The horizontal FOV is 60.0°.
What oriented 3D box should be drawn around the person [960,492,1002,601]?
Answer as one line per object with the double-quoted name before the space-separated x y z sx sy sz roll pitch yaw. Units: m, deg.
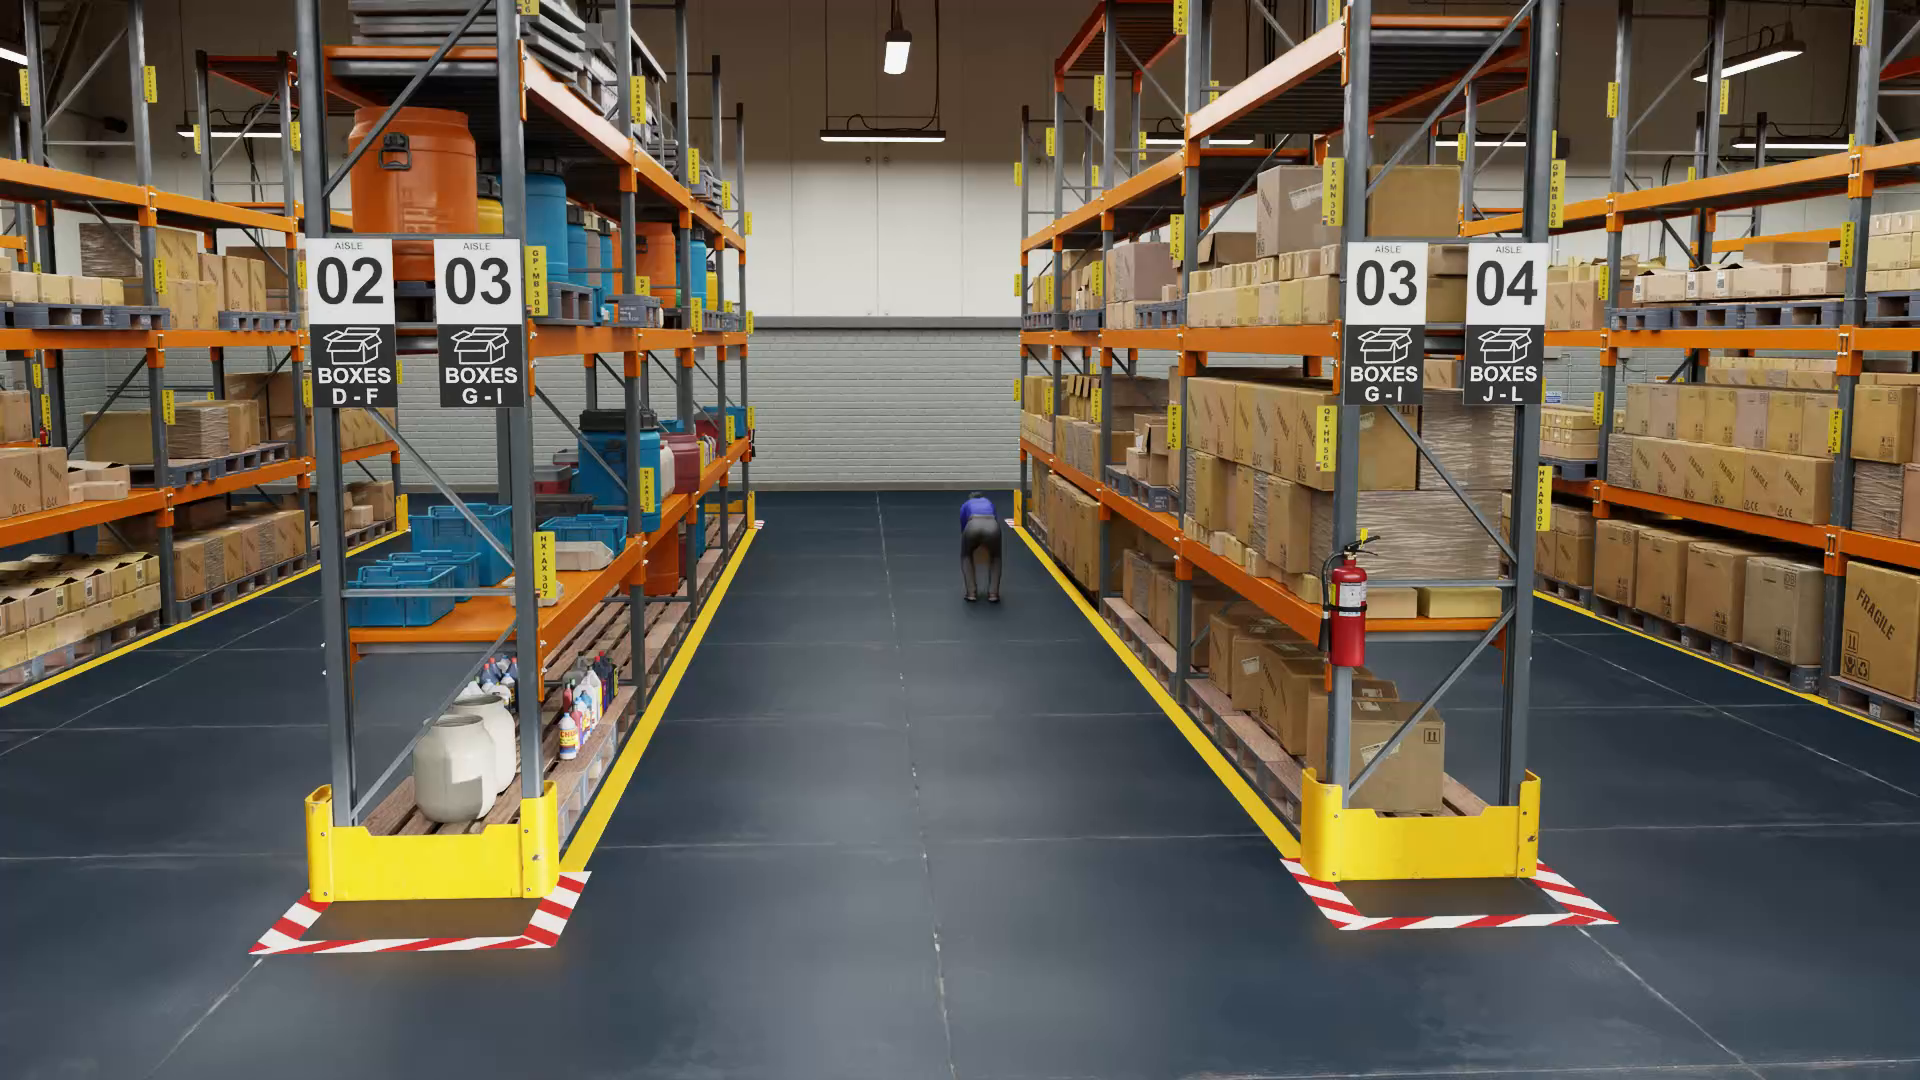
"person" 0.221 0.066 17.533 0.437 1.105 0.850 0 7 -4
